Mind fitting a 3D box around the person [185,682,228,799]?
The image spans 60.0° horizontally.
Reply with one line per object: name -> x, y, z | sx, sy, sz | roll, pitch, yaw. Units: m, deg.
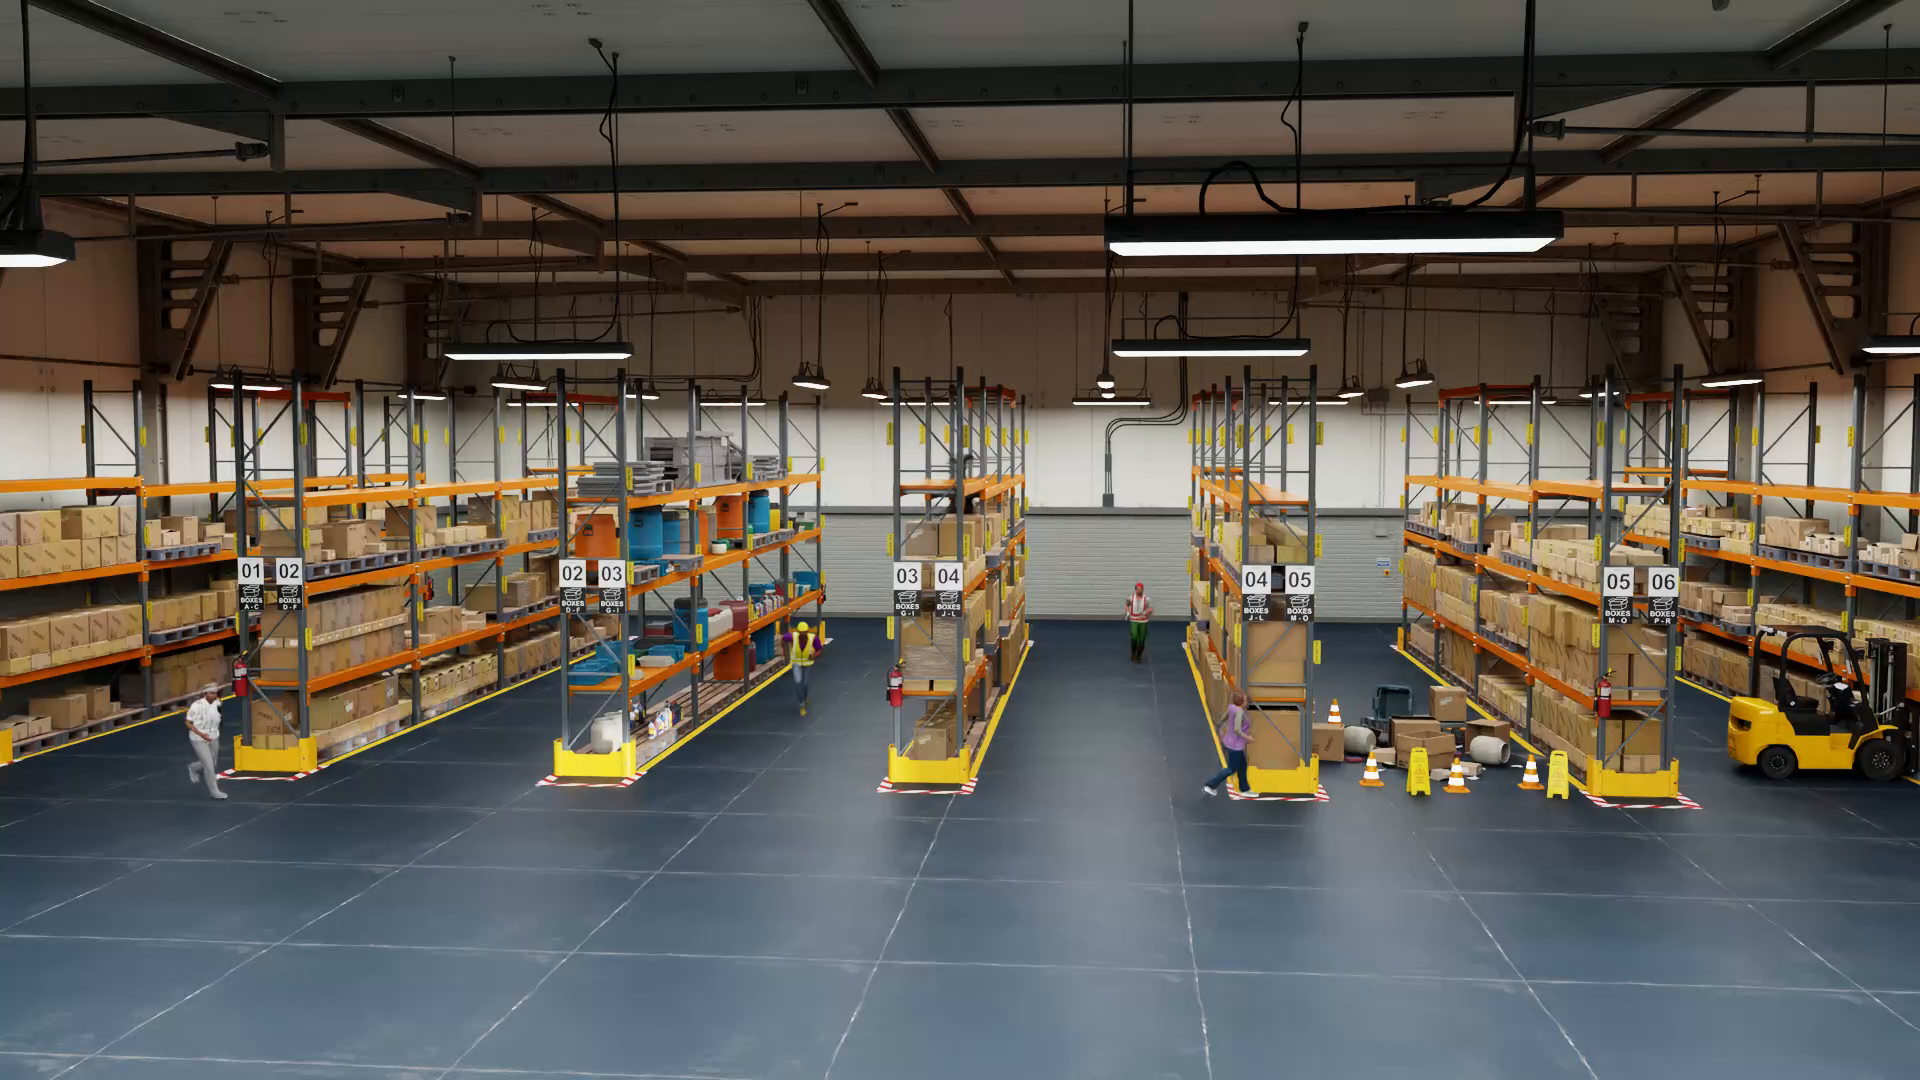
person -> -10.518, 2.761, 23.052 | 0.754, 1.639, 0.563 | 3, 4, 35

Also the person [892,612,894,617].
person -> -1.166, 1.827, 37.441 | 0.713, 1.713, 0.710 | 0, 4, -5

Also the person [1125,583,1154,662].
person -> 3.963, 1.823, 36.749 | 0.628, 1.761, 0.679 | 0, 4, 6

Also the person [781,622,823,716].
person -> -2.873, 2.315, 30.263 | 0.750, 1.723, 1.044 | 0, 4, -4

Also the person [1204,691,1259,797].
person -> 3.756, 2.814, 22.698 | 0.788, 1.528, 0.656 | 0, 4, -1
